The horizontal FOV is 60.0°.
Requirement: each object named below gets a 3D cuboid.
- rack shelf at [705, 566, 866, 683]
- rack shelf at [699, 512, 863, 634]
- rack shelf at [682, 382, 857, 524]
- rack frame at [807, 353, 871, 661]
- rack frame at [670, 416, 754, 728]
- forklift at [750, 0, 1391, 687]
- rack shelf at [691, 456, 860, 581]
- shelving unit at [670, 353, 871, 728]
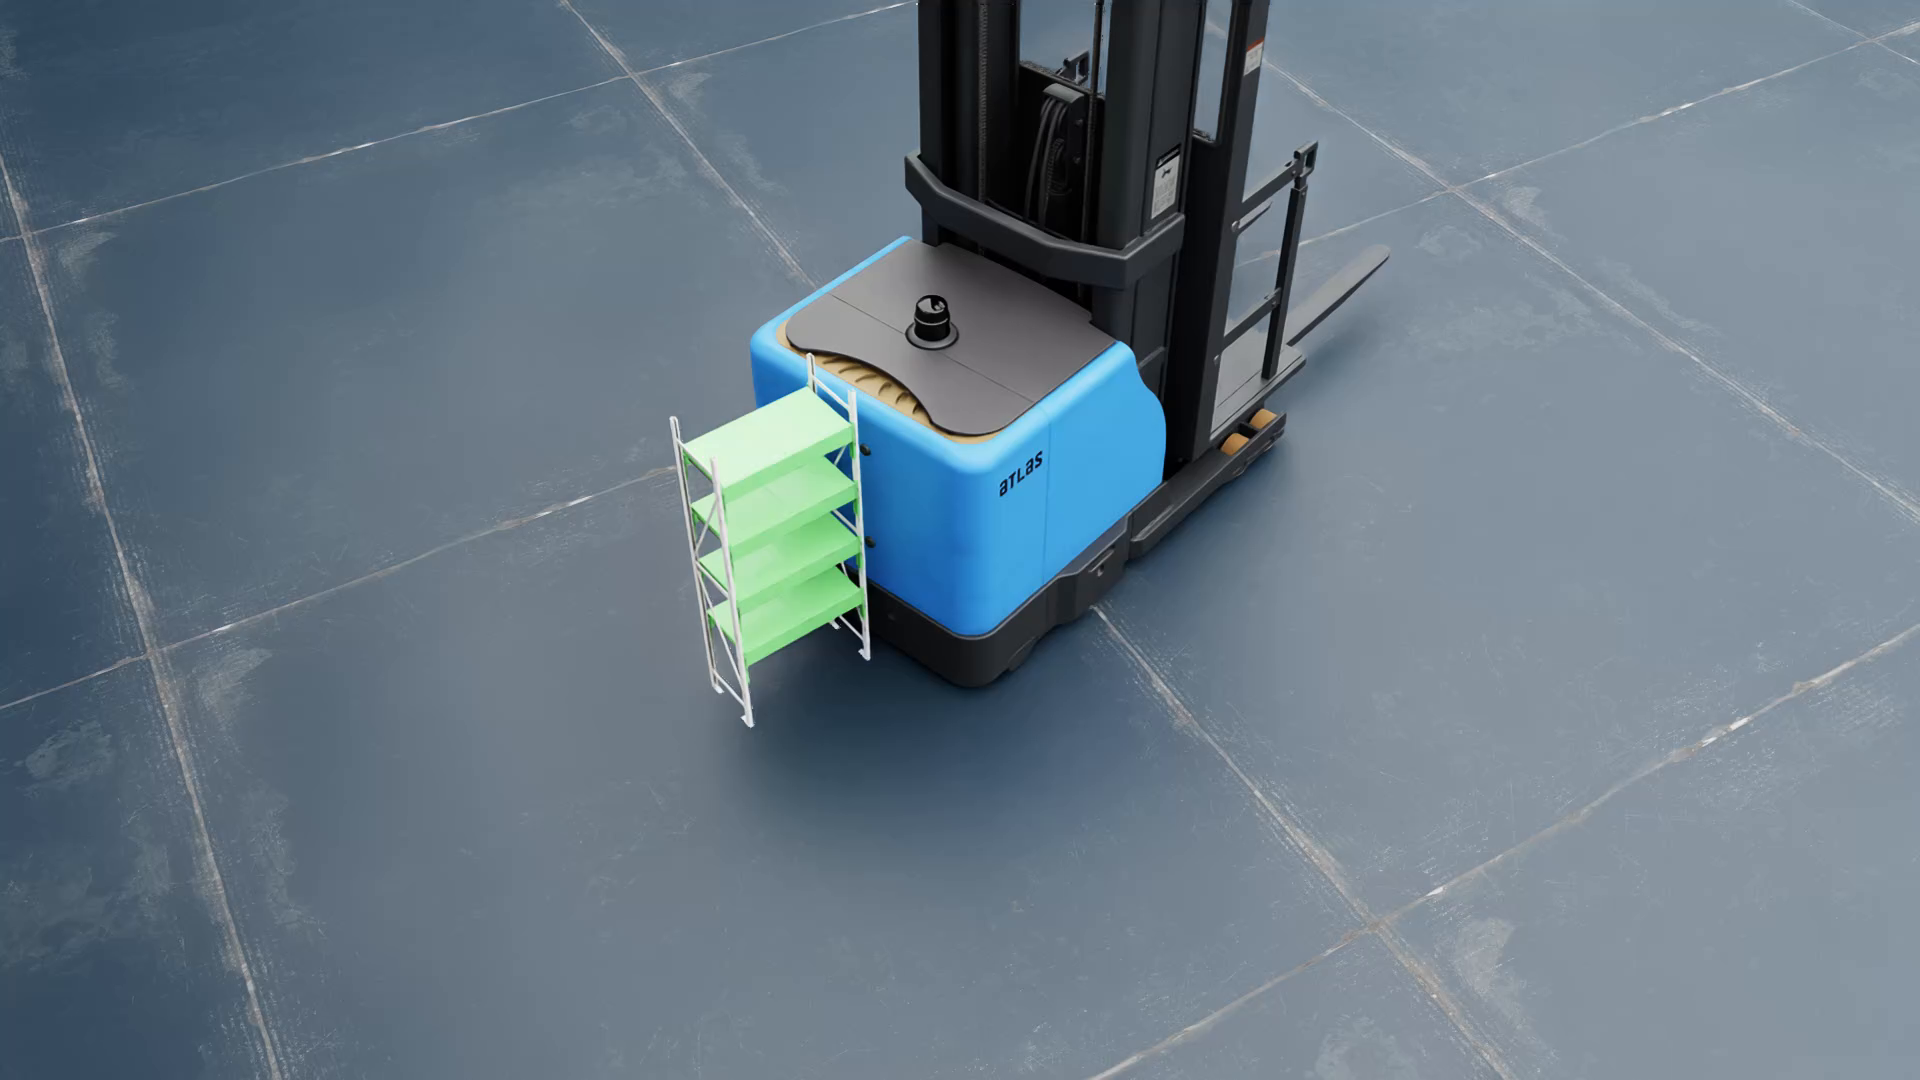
[{"bbox_3d":[-0.584,0.247,5.570,0.480,0.148,0.258,-29,51,-26],"label":"rack shelf"},{"bbox_3d":[-0.584,0.075,5.403,0.480,0.148,0.258,-29,51,-26],"label":"rack shelf"},{"bbox_3d":[-0.584,-0.270,5.069,0.480,0.148,0.258,-29,51,-26],"label":"rack shelf"},{"bbox_3d":[-0.392,-0.076,5.467,0.015,1.200,0.240,-29,51,-26],"label":"rack frame"},{"bbox_3d":[-0.776,0.134,5.250,0.015,1.200,0.240,-29,51,-26],"label":"rack frame"},{"bbox_3d":[0.638,-1.509,5.700,1.130,2.935,3.031,31,52,28],"label":"forklift"},{"bbox_3d":[-0.584,-0.098,5.236,0.480,0.148,0.258,-29,51,-26],"label":"rack shelf"},{"bbox_3d":[-0.584,0.029,5.359,0.503,1.200,0.258,-29,51,-26],"label":"shelving unit"}]
